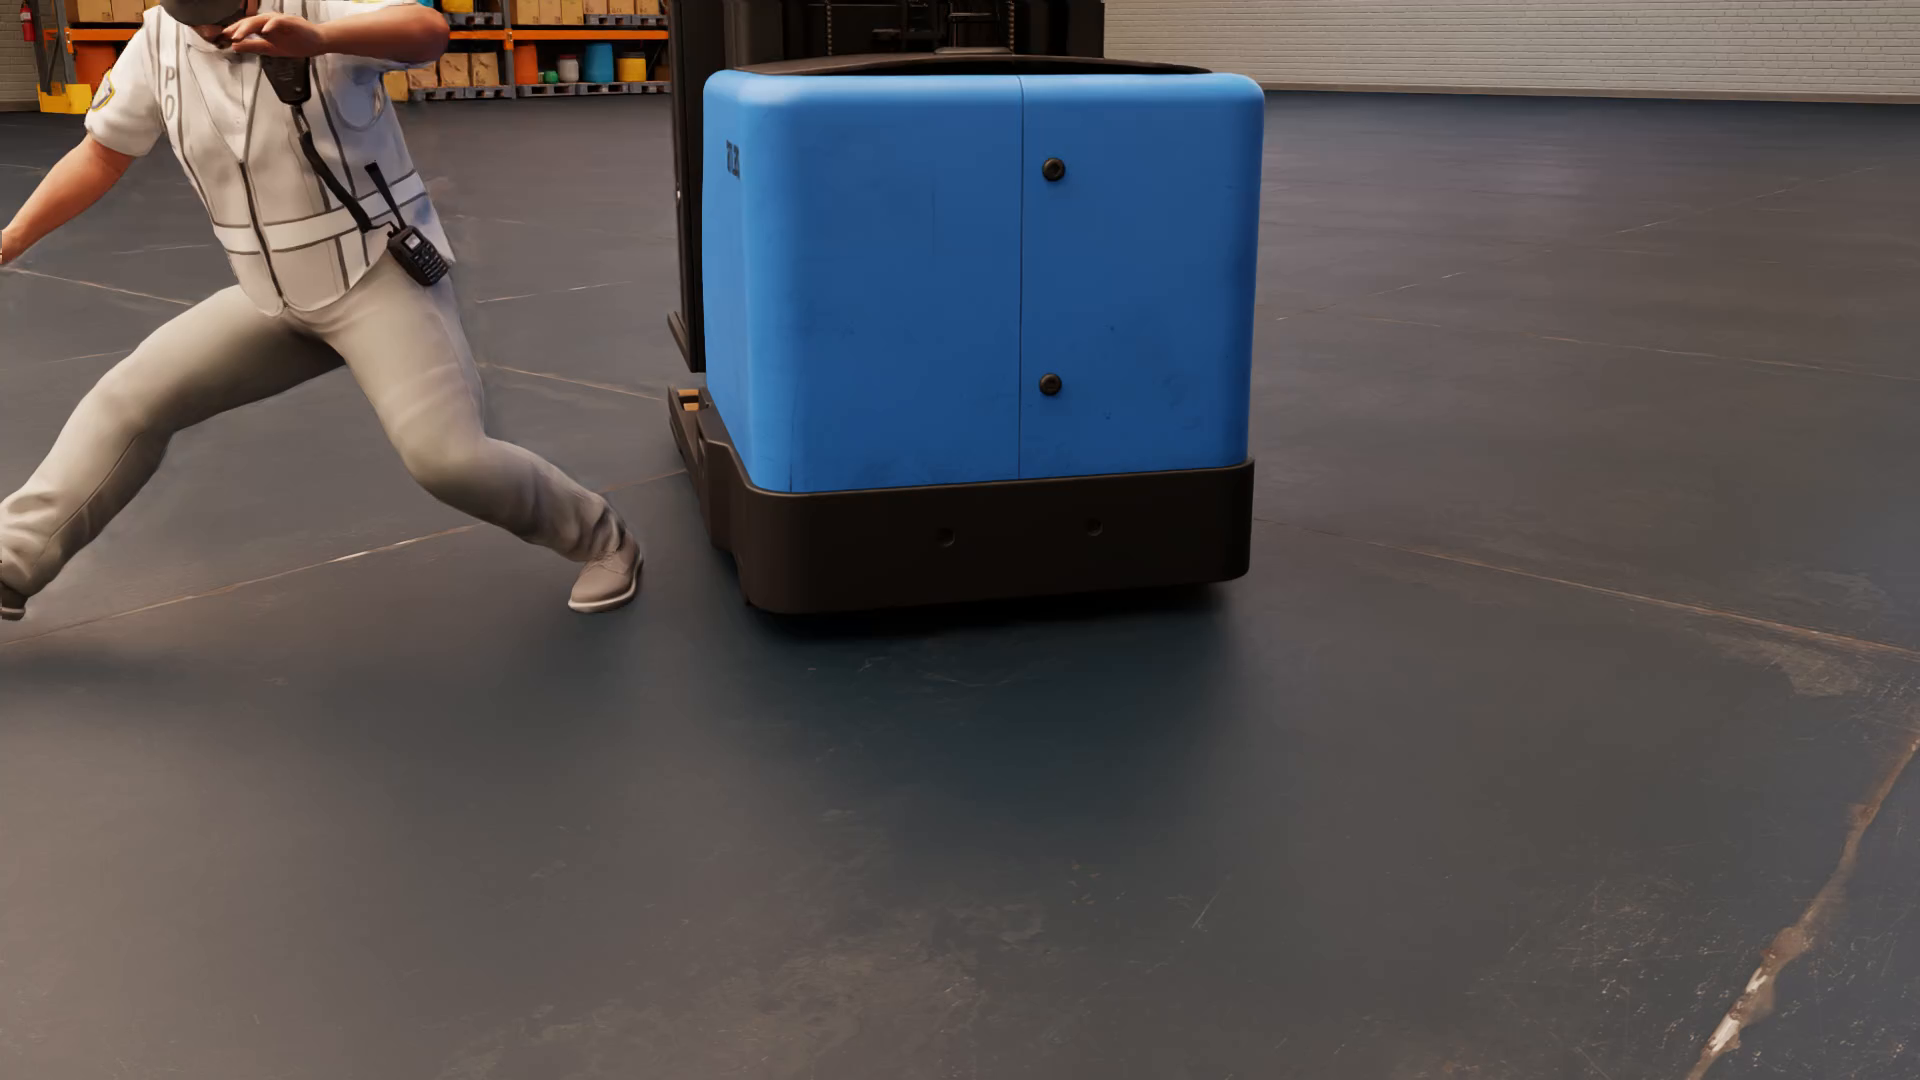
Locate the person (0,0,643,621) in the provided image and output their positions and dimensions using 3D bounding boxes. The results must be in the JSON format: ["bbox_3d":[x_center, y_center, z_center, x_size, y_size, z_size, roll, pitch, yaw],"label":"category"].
[{"bbox_3d":[-1.376,-0.518,3.236,1.234,1.428,1.032,6,18,19],"label":"person"}]

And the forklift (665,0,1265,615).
[{"bbox_3d":[-0.235,-1.646,4.317,1.130,2.935,3.031,-4,17,-13],"label":"forklift"}]
